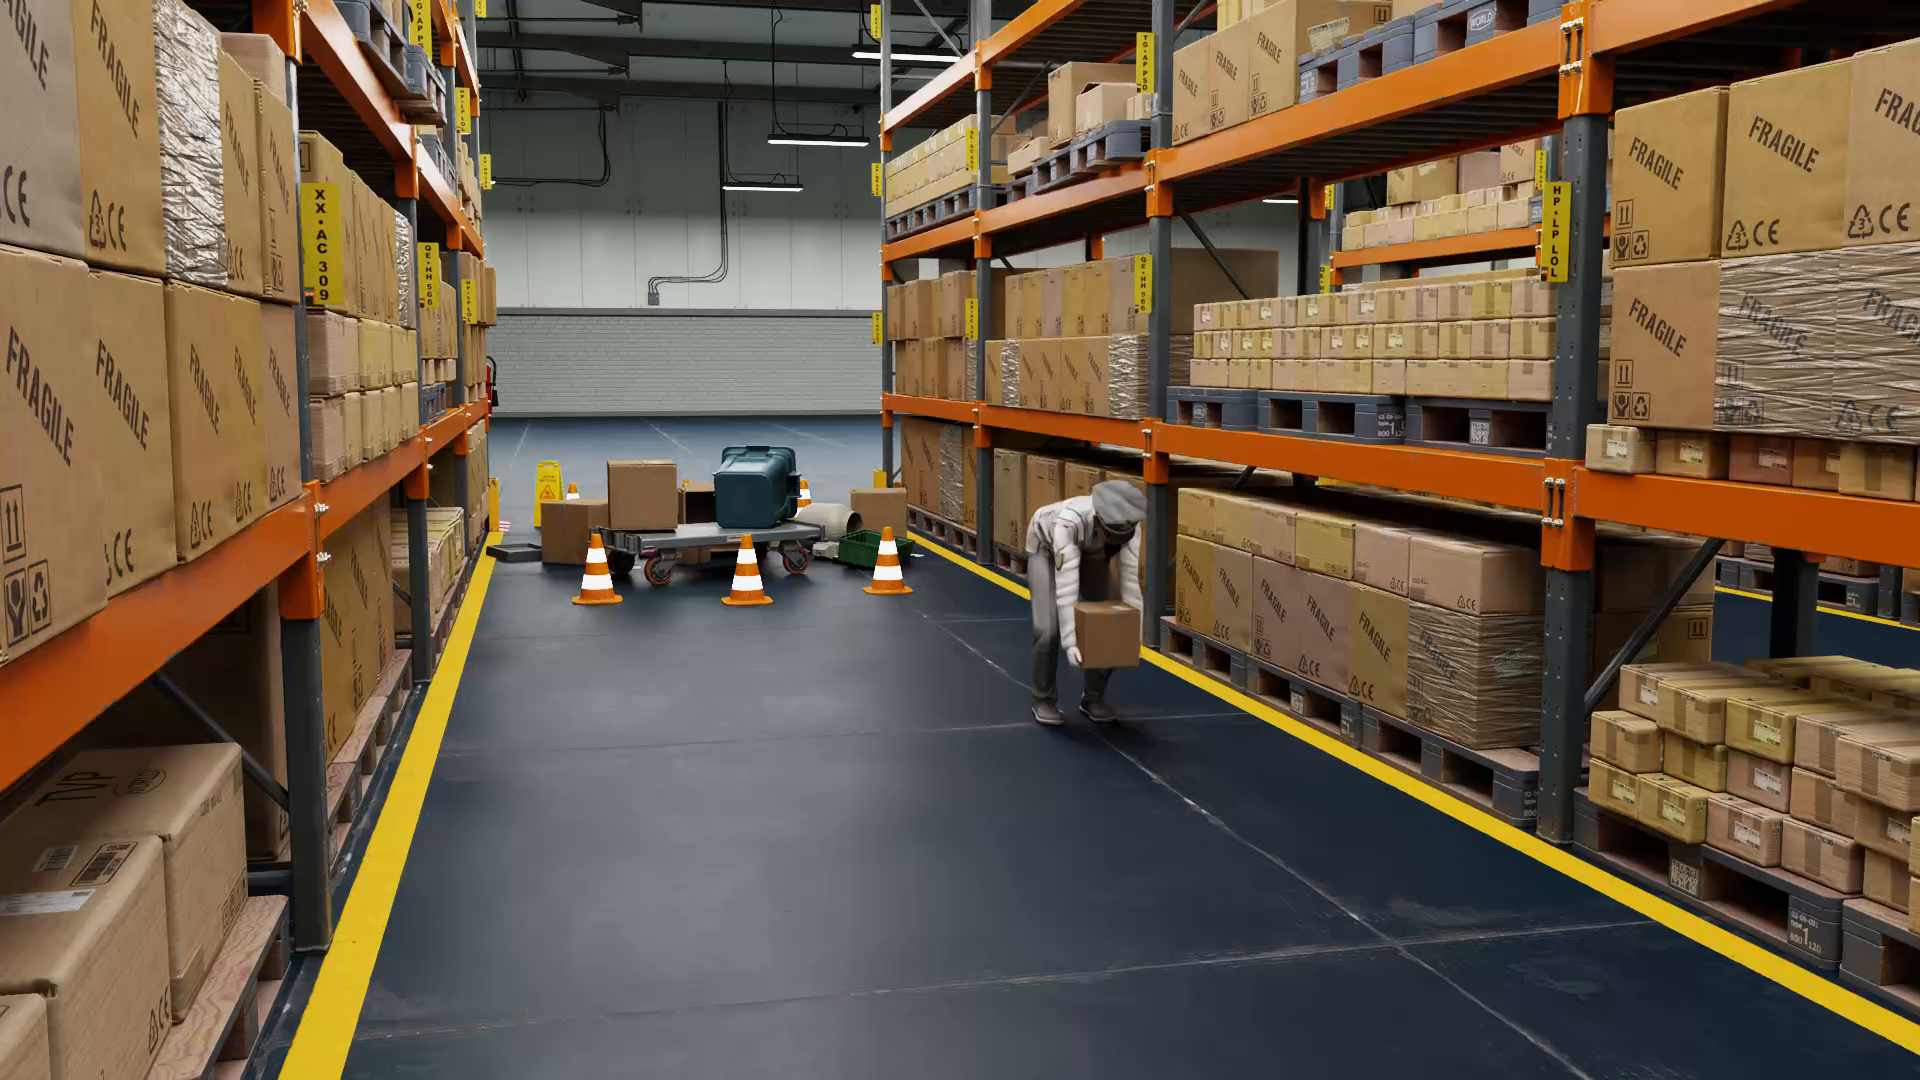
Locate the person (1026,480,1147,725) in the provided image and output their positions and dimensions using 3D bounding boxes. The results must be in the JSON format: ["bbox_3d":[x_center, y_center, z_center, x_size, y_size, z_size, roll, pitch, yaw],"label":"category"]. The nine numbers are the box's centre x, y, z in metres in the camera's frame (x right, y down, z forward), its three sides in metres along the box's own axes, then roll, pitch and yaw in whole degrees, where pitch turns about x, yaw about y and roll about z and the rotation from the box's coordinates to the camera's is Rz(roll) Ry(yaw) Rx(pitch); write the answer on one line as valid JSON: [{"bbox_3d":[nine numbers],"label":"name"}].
[{"bbox_3d":[0.576,0.285,7.469,0.442,1.148,0.915,-2,6,-16],"label":"person"}]
